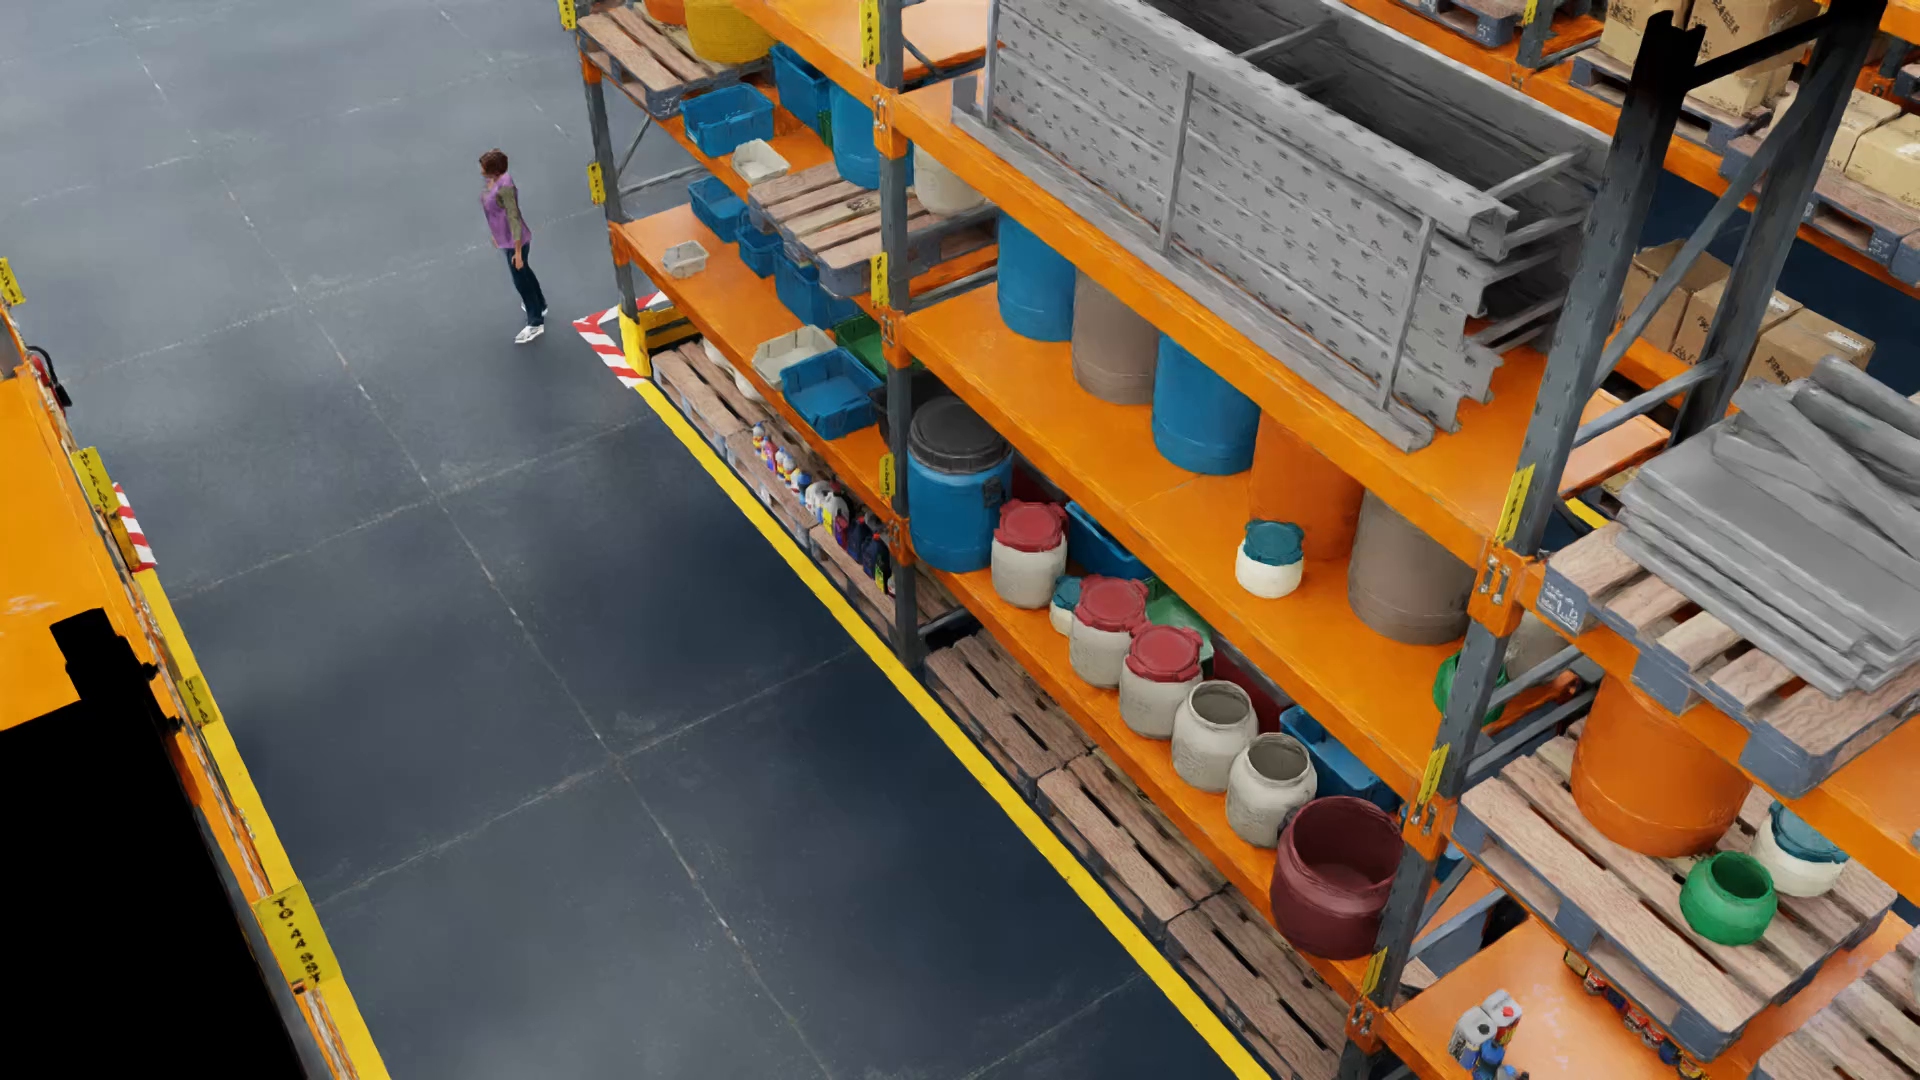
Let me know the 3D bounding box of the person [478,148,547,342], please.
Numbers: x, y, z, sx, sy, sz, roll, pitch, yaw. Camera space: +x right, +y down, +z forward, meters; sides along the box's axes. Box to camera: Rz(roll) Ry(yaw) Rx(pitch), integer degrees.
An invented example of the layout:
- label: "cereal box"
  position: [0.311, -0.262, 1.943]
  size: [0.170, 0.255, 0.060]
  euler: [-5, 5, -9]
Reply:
- label: "person"
  position: [-3.532, -2.362, 13.126]
  size: [0.345, 1.600, 0.578]
  euler: [-17, 45, -17]
